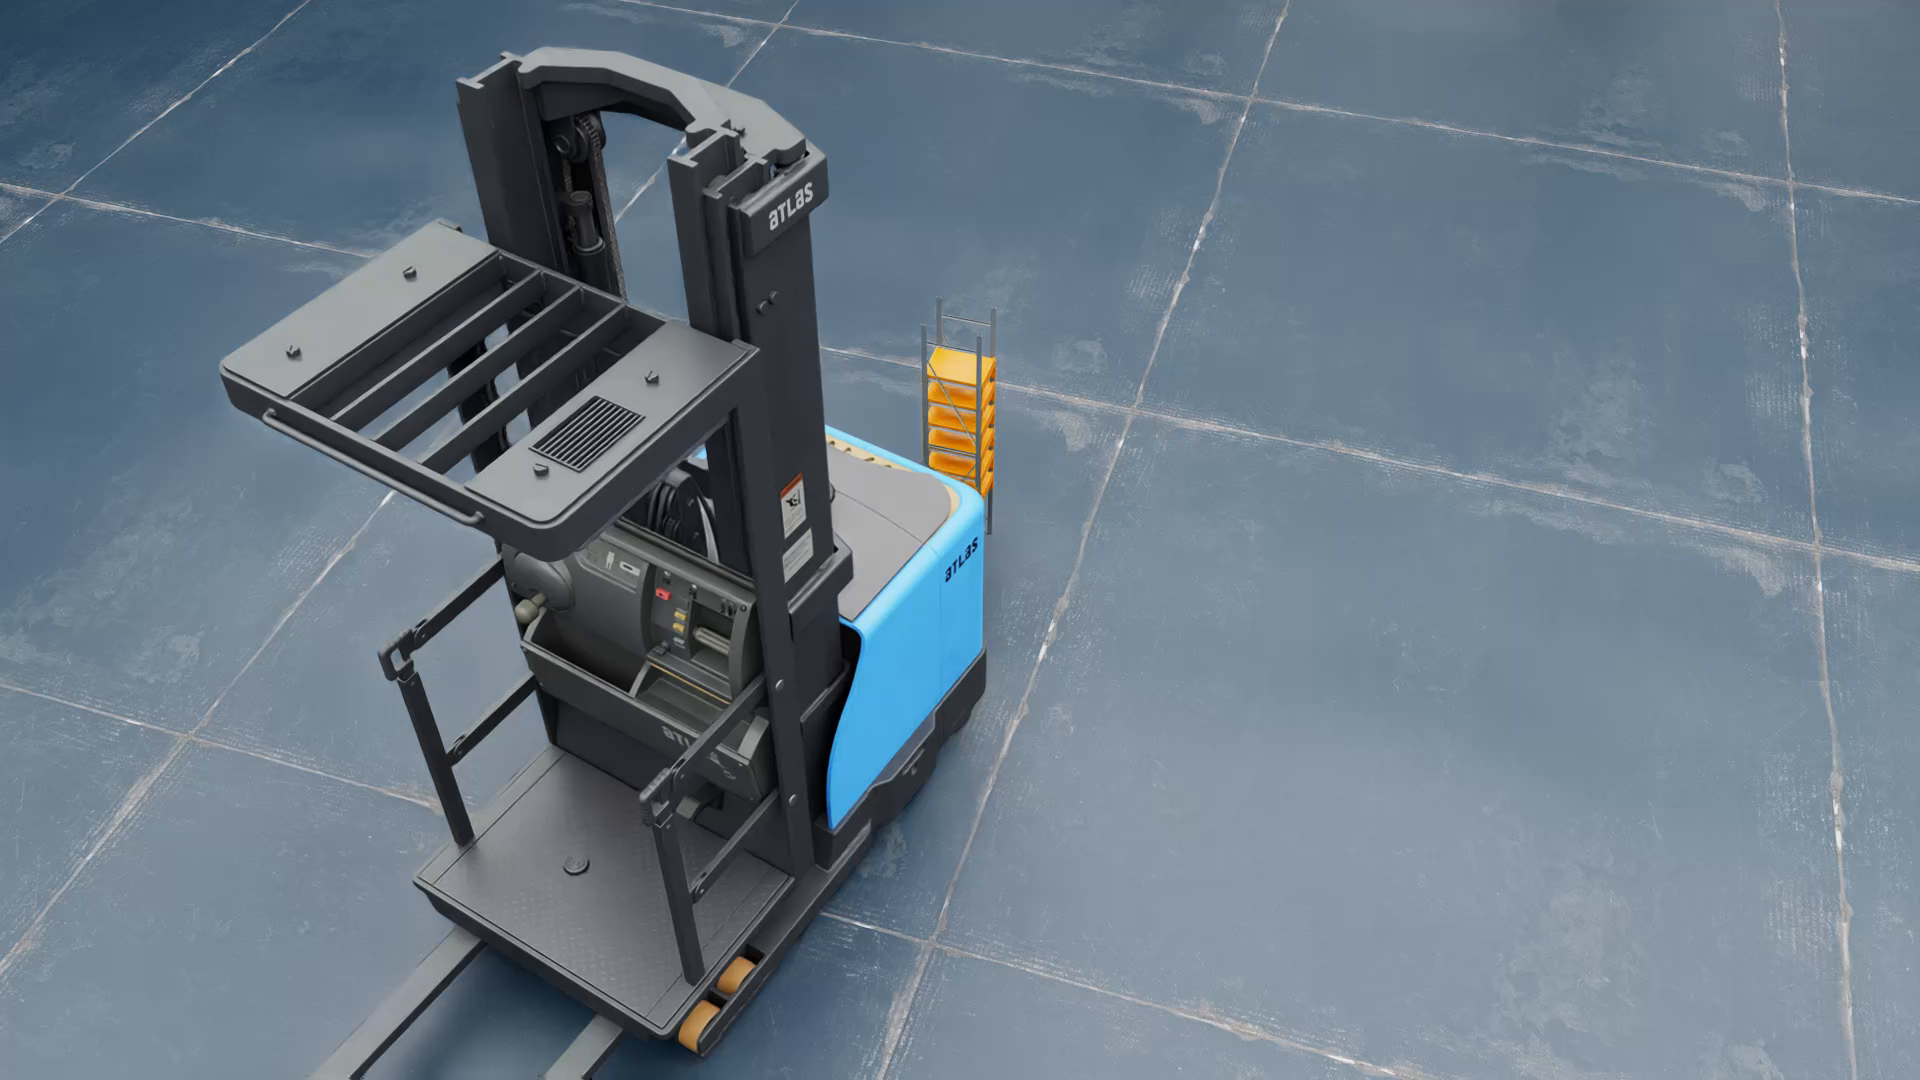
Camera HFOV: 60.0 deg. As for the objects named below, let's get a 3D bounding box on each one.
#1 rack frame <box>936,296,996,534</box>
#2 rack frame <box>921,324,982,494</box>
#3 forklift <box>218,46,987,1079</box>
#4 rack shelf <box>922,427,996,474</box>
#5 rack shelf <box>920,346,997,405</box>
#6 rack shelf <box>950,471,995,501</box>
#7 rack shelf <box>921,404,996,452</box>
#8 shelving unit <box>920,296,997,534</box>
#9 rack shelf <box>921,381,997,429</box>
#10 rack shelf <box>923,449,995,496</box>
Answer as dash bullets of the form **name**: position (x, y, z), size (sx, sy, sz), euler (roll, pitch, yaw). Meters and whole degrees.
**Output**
- **rack frame**: position (0.023, -0.480, 6.782), size (0.240, 1.200, 0.006), euler (13, 46, 12)
- **rack frame**: position (-0.032, -0.358, 6.657), size (0.240, 1.200, 0.006), euler (13, 46, 12)
- **forklift**: position (-1.110, 0.245, 4.803), size (1.130, 2.935, 3.031), euler (24, 49, 22)
- **rack shelf**: position (-0.004, -0.387, 6.751), size (0.258, 0.103, 0.180), euler (13, 46, 12)
- **rack shelf**: position (-0.004, -0.645, 6.499), size (0.258, 0.103, 0.180), euler (13, 46, 12)
- **rack shelf**: position (-0.004, -0.216, 6.918), size (0.258, 0.103, 0.180), euler (13, 46, 12)
- **rack shelf**: position (-0.004, -0.473, 6.667), size (0.258, 0.103, 0.180), euler (13, 46, 12)
- **shelving unit**: position (-0.004, -0.419, 6.719), size (0.258, 1.200, 0.189), euler (13, 46, 12)
- **rack shelf**: position (-0.004, -0.559, 6.583), size (0.258, 0.103, 0.180), euler (13, 46, 12)
- **rack shelf**: position (-0.004, -0.302, 6.834), size (0.258, 0.103, 0.180), euler (13, 46, 12)
